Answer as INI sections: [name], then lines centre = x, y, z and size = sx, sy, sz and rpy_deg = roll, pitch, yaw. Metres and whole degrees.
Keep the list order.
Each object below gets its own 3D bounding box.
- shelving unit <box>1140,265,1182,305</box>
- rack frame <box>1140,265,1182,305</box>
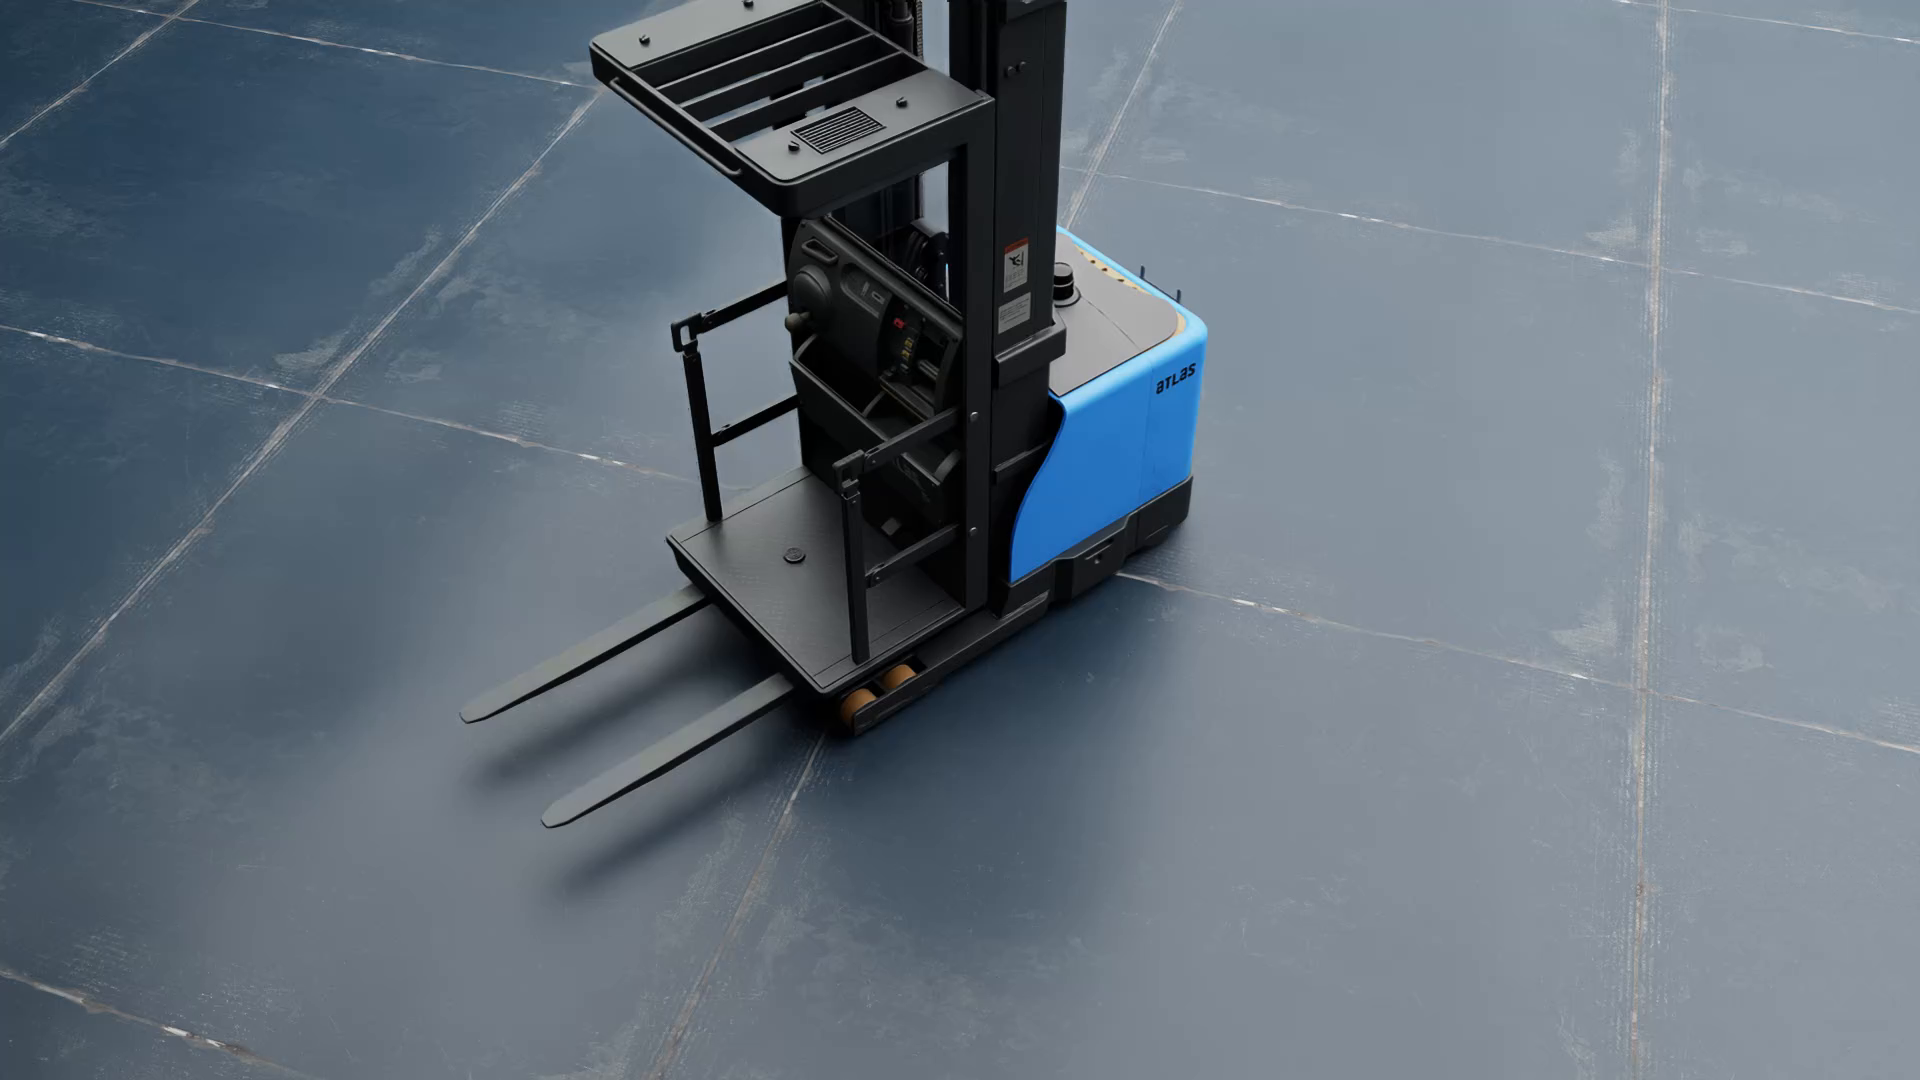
[shelving unit]
centre = 0.767, -0.736, 7.258
size = 0.208, 0.900, 0.258
rpy_deg = -30, 52, -27
[rack frame]
centre = 0.845, -0.780, 7.303
size = 0.006, 0.900, 0.240
rpy_deg = -30, 52, -27
